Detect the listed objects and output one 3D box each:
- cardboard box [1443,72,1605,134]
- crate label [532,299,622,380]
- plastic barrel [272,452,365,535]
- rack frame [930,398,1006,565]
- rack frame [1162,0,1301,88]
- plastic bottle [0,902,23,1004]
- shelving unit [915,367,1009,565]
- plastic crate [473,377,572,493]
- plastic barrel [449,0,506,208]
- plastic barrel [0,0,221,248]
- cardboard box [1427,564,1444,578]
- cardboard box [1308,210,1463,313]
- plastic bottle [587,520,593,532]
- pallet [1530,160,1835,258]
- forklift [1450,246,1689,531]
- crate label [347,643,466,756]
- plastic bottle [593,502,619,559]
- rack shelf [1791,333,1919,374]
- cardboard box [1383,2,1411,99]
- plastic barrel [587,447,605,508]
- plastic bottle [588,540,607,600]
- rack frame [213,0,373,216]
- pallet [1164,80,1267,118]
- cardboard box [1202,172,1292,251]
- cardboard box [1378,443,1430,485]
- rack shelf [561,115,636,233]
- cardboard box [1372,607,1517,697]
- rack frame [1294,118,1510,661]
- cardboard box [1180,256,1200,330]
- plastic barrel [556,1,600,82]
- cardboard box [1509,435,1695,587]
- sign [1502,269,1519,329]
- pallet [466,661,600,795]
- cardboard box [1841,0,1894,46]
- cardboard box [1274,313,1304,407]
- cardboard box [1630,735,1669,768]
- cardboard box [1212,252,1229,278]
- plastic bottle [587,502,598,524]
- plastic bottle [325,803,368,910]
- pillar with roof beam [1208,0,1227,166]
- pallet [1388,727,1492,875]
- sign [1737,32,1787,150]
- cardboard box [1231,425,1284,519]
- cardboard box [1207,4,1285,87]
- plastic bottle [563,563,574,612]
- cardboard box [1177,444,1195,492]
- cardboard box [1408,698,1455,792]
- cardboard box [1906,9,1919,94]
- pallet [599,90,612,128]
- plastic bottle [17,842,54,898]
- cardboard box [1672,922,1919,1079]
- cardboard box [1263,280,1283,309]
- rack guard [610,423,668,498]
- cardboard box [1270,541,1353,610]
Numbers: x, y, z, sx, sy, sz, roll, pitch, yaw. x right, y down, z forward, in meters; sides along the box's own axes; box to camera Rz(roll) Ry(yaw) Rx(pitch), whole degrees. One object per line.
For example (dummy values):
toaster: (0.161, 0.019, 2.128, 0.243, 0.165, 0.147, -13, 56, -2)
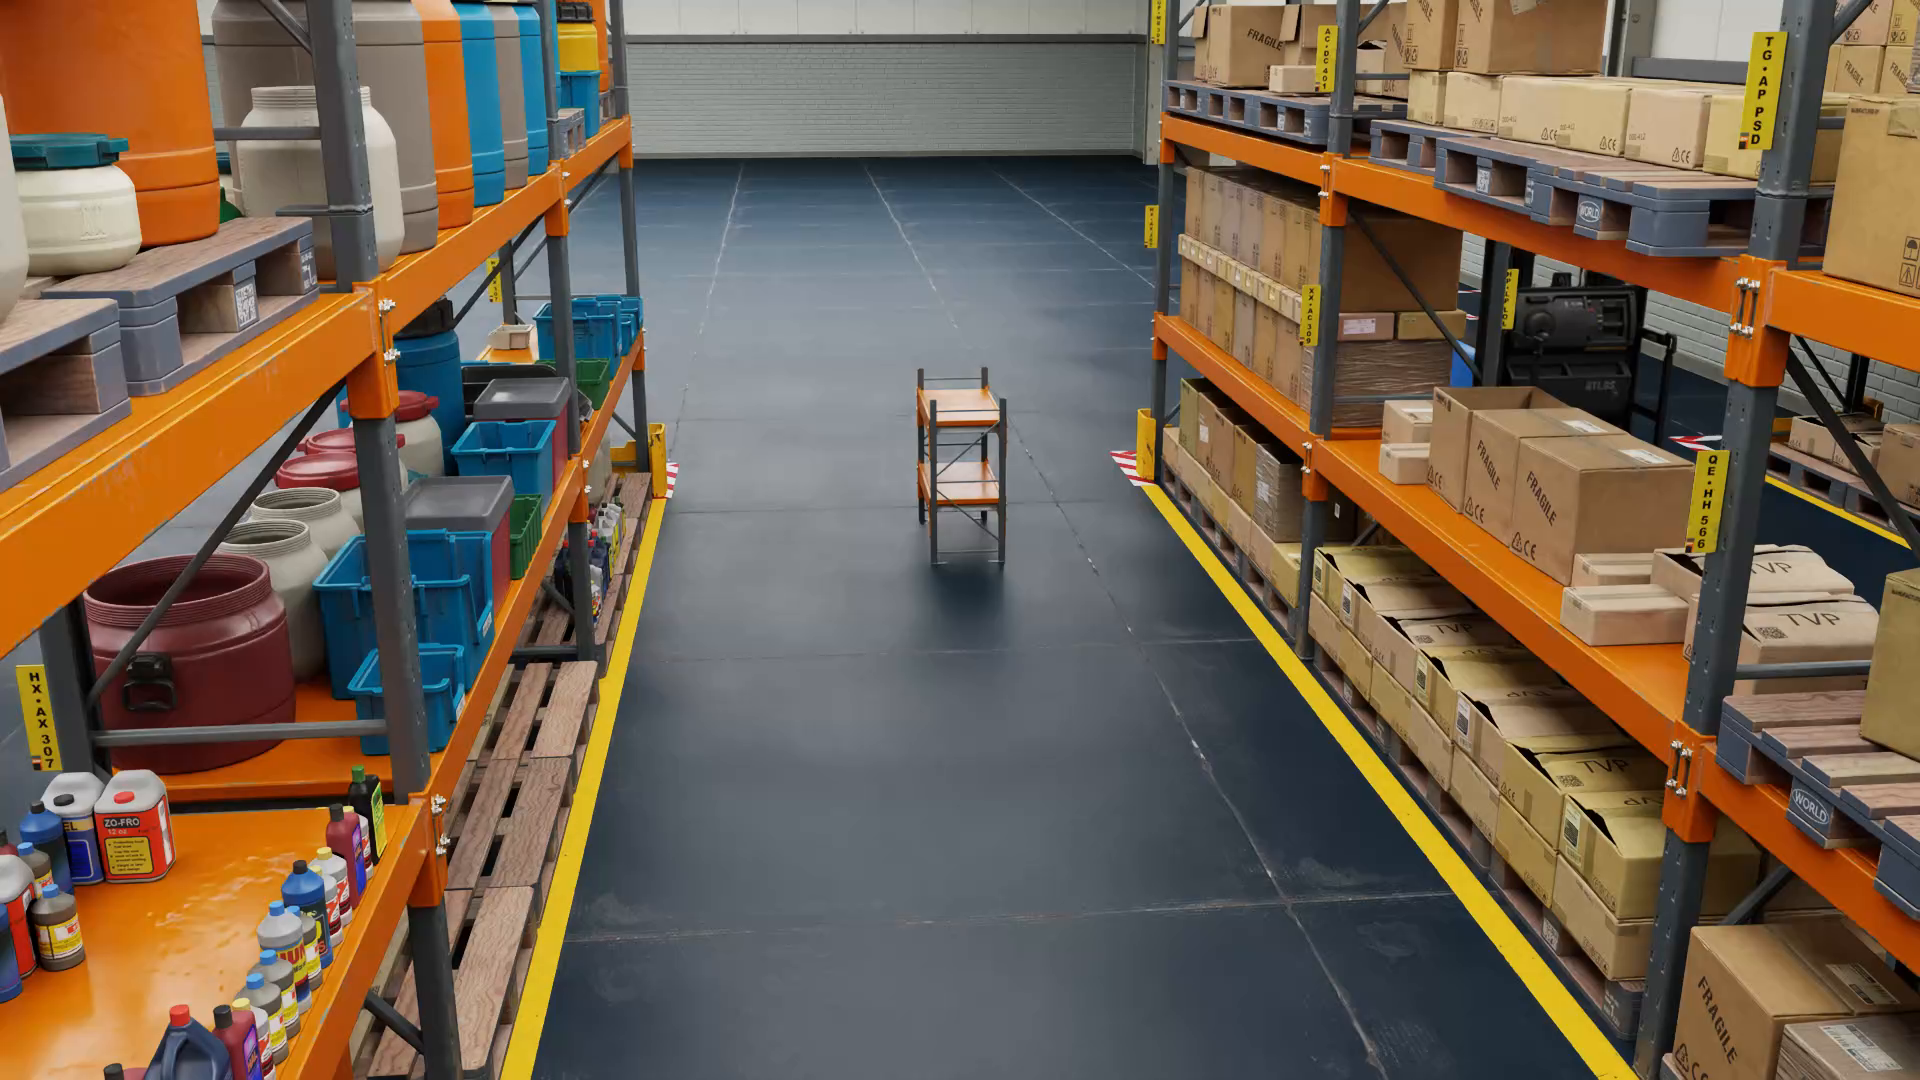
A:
cardboard box: (2.546, -1.986, 7.536, 0.500, 0.250, 0.500, -3, 18, -11)
crate label: (-2.449, -1.290, 10.719, 0.502, 0.435, 0.616, -2, 18, -6)
plastic barrel: (-2.494, -0.047, 6.592, 0.433, 0.535, 0.433, 0, 17, 0)
rack frame: (0.053, -0.383, 11.020, 0.500, 1.125, 0.032, -2, 18, -6)
rack frame: (2.020, -4.827, 12.030, 1.000, 3.000, 0.127, -2, 18, -6)
plastic bottle: (-2.266, 0.942, 3.884, 0.097, 0.271, 0.097, 0, 17, 0)
shelving unit: (0.001, -0.535, 11.502, 0.538, 1.125, 1.048, -2, 18, -6)
plastic crate: (-2.141, -0.517, 8.210, 0.402, 0.464, 0.583, -2, 18, -6)
plastic barrel: (-2.092, -1.757, 6.422, 0.600, 0.901, 0.708, -2, 18, -6)
plastic barrel: (-2.027, -1.097, 3.737, 0.600, 0.830, 0.708, -2, 18, -6)
cardboard box: (2.759, 0.182, 9.042, 0.500, 0.311, 0.500, -2, 18, -6)
cardboard box: (2.380, -1.572, 9.344, 0.700, 0.500, 0.500, -2, 18, -5)
plastic bottle: (-2.391, -0.028, 10.695, 0.097, 0.201, 0.097, 0, 17, 0)
pallet: (2.686, -1.122, 5.551, 1.213, 0.211, 1.003, -1, 17, -3)
forklift: (4.516, -1.619, 11.941, 1.130, 2.935, 3.031, -2, 18, -7)
crate label: (-1.753, 0.513, 5.315, 0.303, 0.233, 0.416, -2, 18, -6)
plastic bottle: (-2.248, -0.059, 10.546, 0.144, 0.351, 0.185, -1, 17, -3)
rack shelf: (7.153, -1.180, 11.629, 1.077, 0.370, 4.000, -2, 18, -6)
cardboard box: (2.643, -2.678, 9.089, 0.500, 0.500, 0.500, 0, 17, -1)
plastic barrel: (-2.712, -0.484, 11.662, 0.421, 0.512, 0.421, 0, 17, 0)
plastic bottle: (-2.166, 0.179, 9.787, 0.144, 0.351, 0.185, -1, 17, -4)
rack frame: (-2.082, -2.292, 3.954, 1.000, 3.000, 0.127, -2, 18, -6)
pallet: (2.067, -3.143, 11.819, 1.003, 0.211, 1.213, -2, 18, -6)
cardboard box: (2.120, -2.320, 11.726, 0.700, 0.500, 0.500, -2, 18, -7)
cardboard box: (2.320, -0.383, 8.309, 0.380, 0.149, 0.250, -2, 18, -6)
rack shelf: (-2.701, -2.305, 10.205, 1.077, 0.370, 4.000, -2, 18, -6)
cardboard box: (2.328, 0.505, 8.014, 0.500, 0.311, 0.500, -2, 18, -7)
rack frame: (2.432, -0.773, 9.133, 1.000, 3.000, 0.127, -2, 18, -6)
cardboard box: (2.055, -1.873, 12.469, 0.700, 0.500, 0.500, -2, 18, -6)
plastic barrel: (-2.664, -3.199, 10.835, 0.600, 0.588, 0.600, 0, 17, 0)
cardboard box: (2.656, -0.129, 6.913, 0.500, 0.500, 0.500, -3, 18, -9)
sign: (2.971, -1.308, 9.034, 0.100, 0.325, 0.005, -2, 18, -6)
pallet: (-2.375, 0.942, 8.325, 1.003, 0.211, 1.213, -2, 18, -6)
cardboard box: (6.746, -3.811, 11.932, 0.500, 0.500, 0.500, -2, 18, -6)
cardboard box: (2.319, -1.110, 10.038, 0.700, 0.500, 0.500, -2, 18, -6)
cardboard box: (3.020, 0.941, 6.625, 0.500, 0.311, 0.500, -2, 18, -7)
cardboard box: (1.954, -1.891, 11.443, 0.380, 0.149, 0.250, -2, 18, -7)
plastic bottle: (-2.389, -0.114, 10.833, 0.061, 0.283, 0.133, -2, 18, -6)
plastic bottle: (-1.593, 0.802, 4.309, 0.061, 0.283, 0.133, -2, 18, -6)
pillar with roof beam: (1.122, -11.817, 34.294, 9.100, 9.000, 0.400, -2, 18, -6)
pallet: (2.676, 1.140, 7.695, 1.003, 0.211, 1.213, -2, 18, -6)
sign: (2.292, -1.283, 4.751, 0.100, 0.325, 0.005, -2, 18, -6)
cardboard box: (2.072, -0.449, 10.738, 0.500, 0.500, 0.500, -2, 18, -6)
cardboard box: (1.919, -3.208, 10.778, 0.500, 0.500, 0.500, -2, 18, -6)
plastic bottle: (-2.258, 0.264, 9.628, 0.061, 0.283, 0.133, -2, 18, -6)
cardboard box: (1.909, -0.538, 12.273, 0.500, 0.250, 0.500, -2, 18, -6)
cardboard box: (2.387, 0.924, 7.615, 0.500, 0.250, 0.500, -1, 17, -5)
cardboard box: (2.884, -1.407, 4.308, 0.500, 0.500, 0.500, -2, 18, -6)
pallet: (-2.920, -2.905, 11.229, 1.003, 0.211, 1.213, -2, 18, -6)
plastic bottle: (-2.365, 0.868, 4.235, 0.097, 0.201, 0.097, 0, 17, 0)
cardboard box: (2.608, 1.545, 5.185, 0.500, 0.500, 0.500, -1, 17, -3)
cardboard box: (2.088, -1.508, 10.223, 0.380, 0.149, 0.250, -2, 18, -6)
rack guard: (-2.853, -0.599, 12.752, 1.175, 0.500, 0.348, -2, 18, -6)
cardboard box: (2.167, 0.207, 9.900, 0.500, 0.250, 0.500, -2, 18, -6)
